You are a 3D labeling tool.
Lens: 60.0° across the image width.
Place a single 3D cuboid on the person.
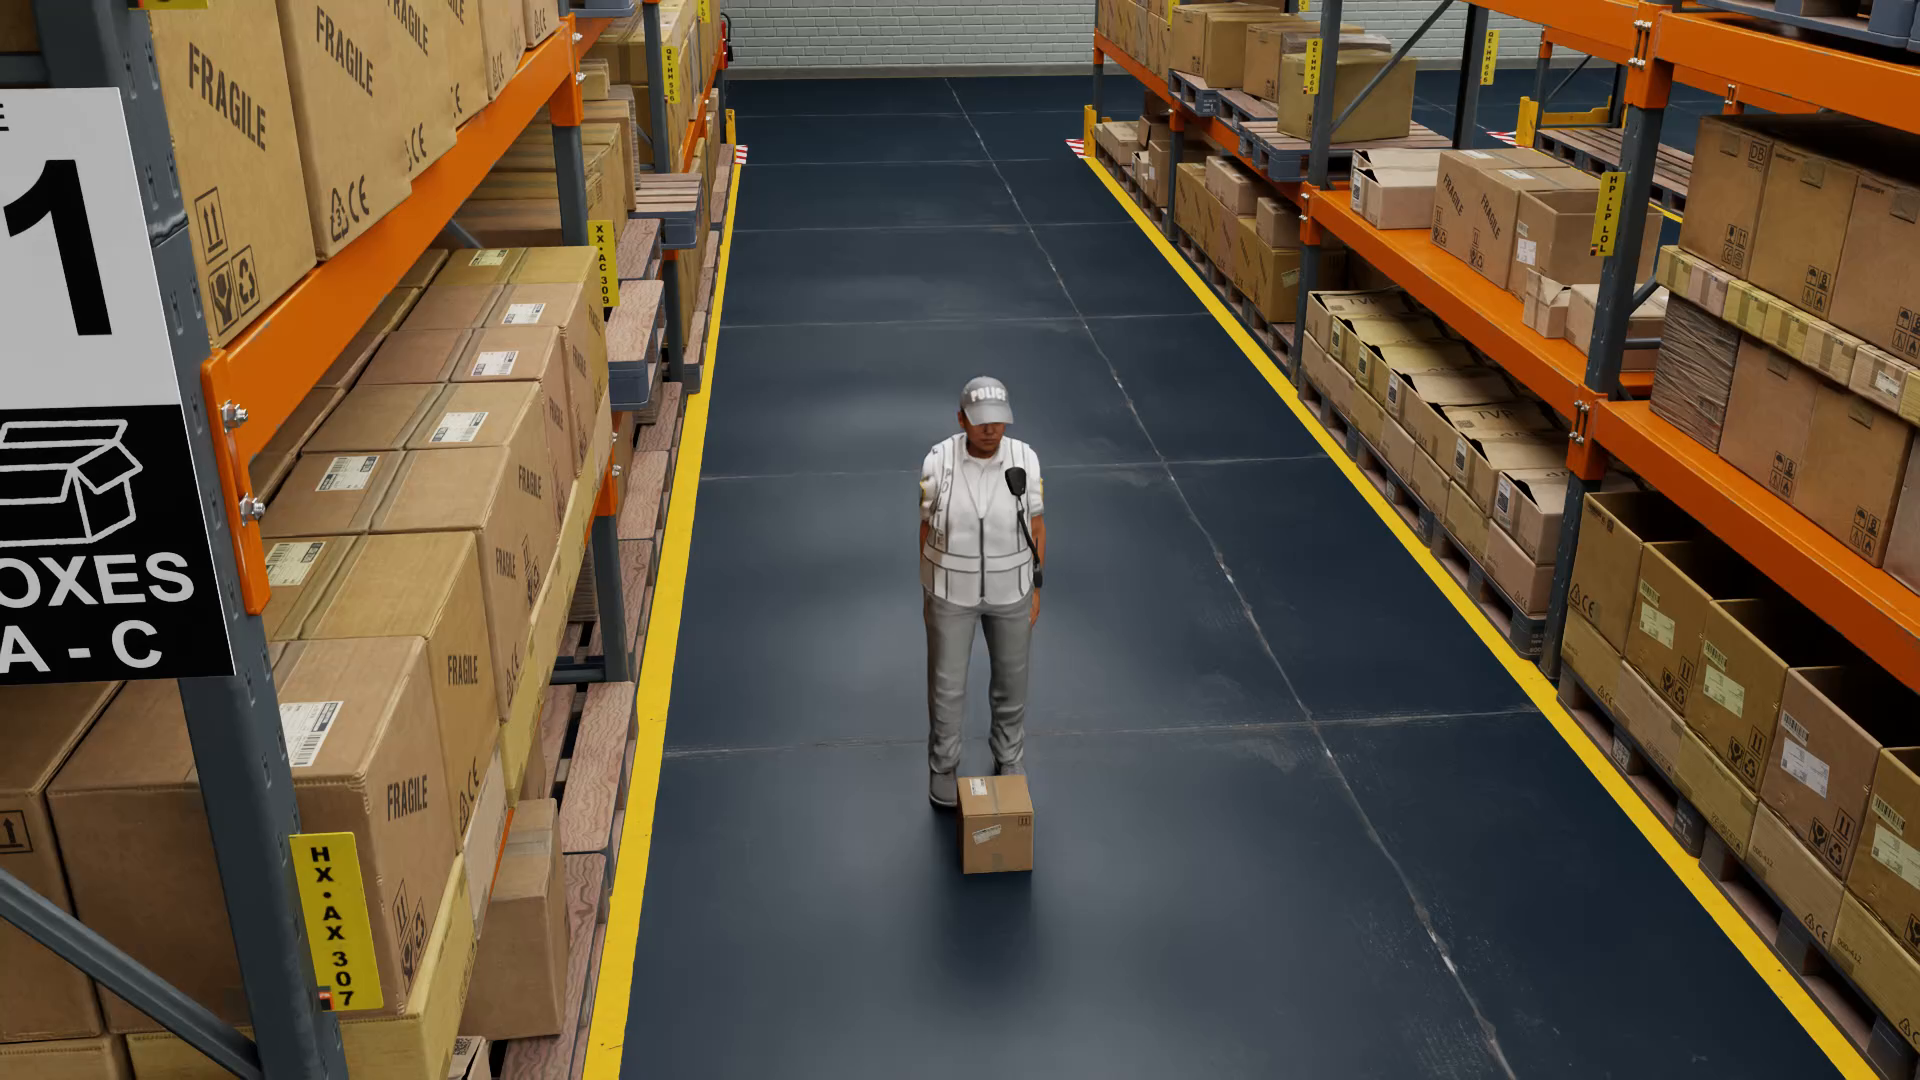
[{"bbox_3d":[0.085,0.206,6.162,0.466,1.679,0.390,-2,24,-4],"label":"person"}]
